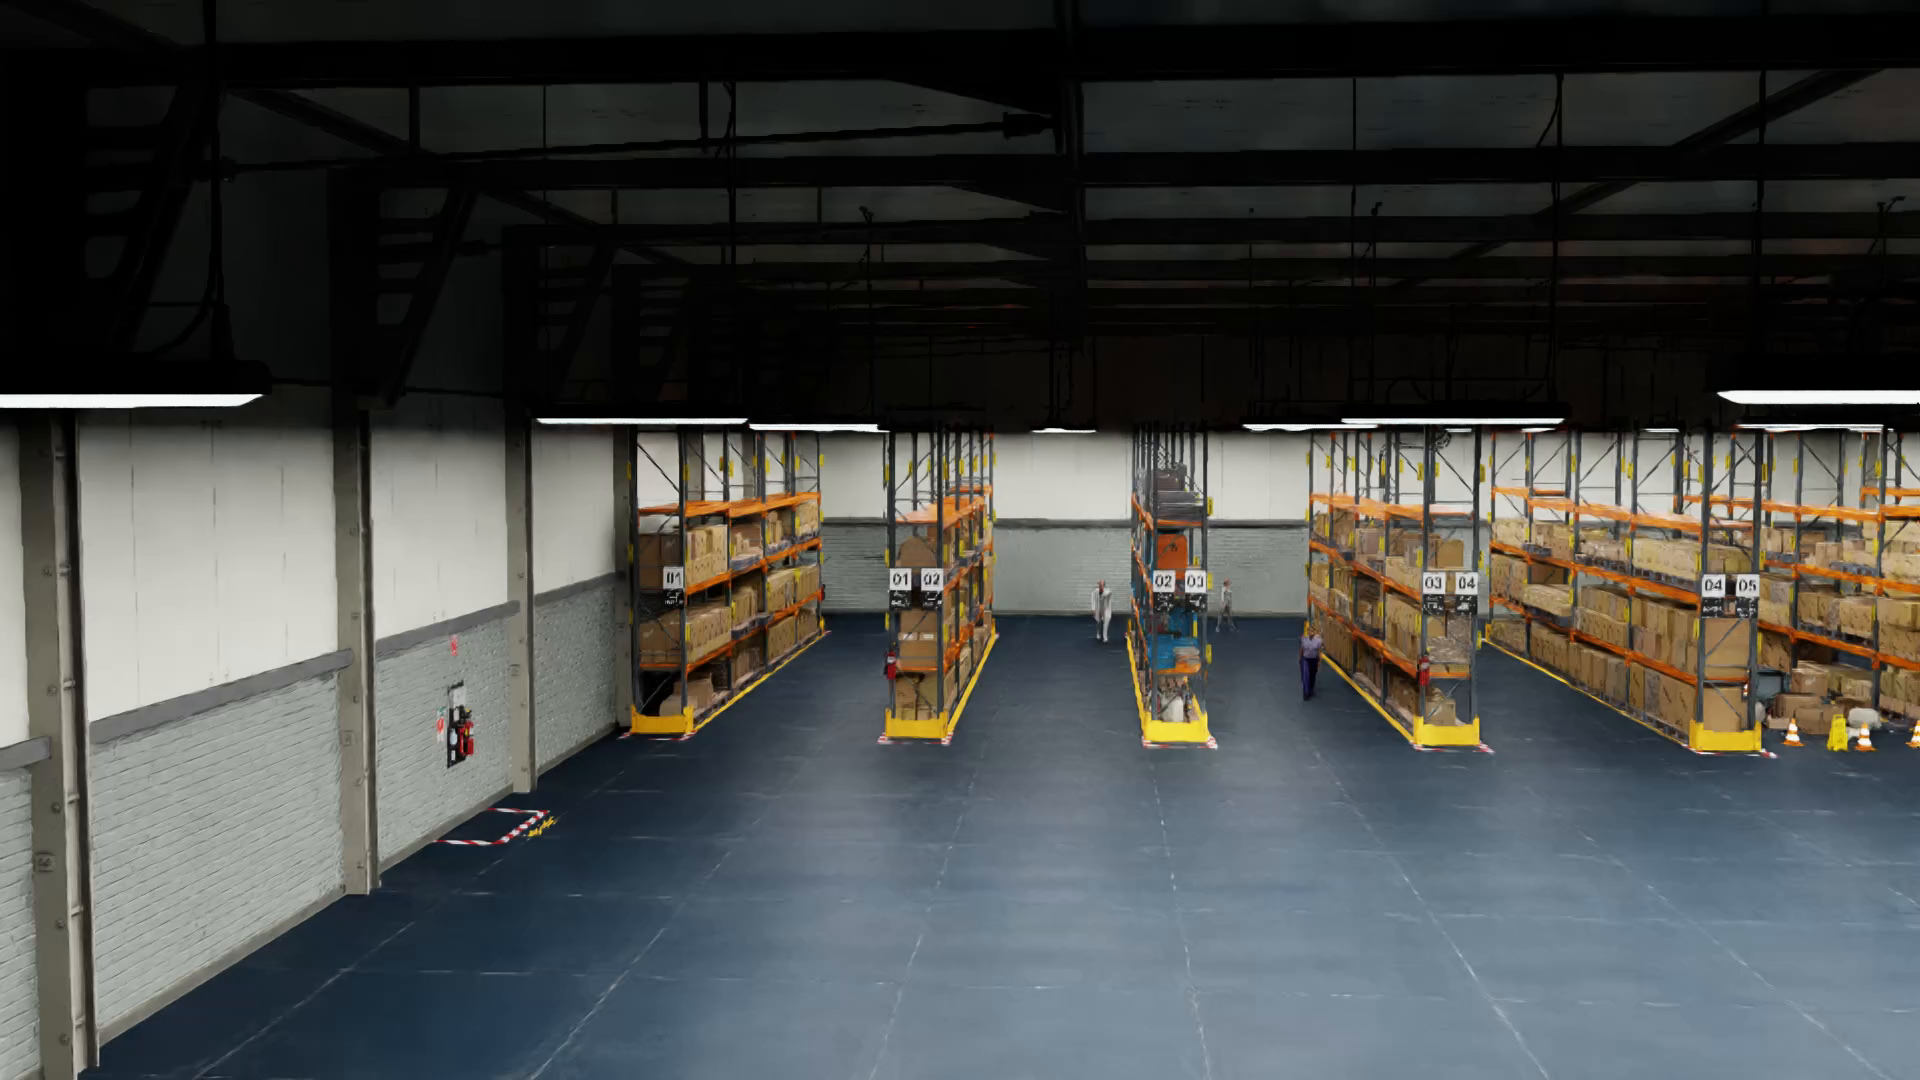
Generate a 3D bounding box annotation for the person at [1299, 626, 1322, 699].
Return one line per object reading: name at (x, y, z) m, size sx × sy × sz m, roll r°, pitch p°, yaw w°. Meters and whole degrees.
person at (7.642, 2.641, 36.202) m, size 0.478 × 1.554 × 1.093 m, roll 0°, pitch 4°, yaw 2°

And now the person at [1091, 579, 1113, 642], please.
person at (3.932, 1.937, 46.128) m, size 0.598 × 1.698 × 1.194 m, roll 0°, pitch 4°, yaw 7°

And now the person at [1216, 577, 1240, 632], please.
person at (7.736, 1.866, 48.244) m, size 0.529 × 1.588 × 0.639 m, roll 3°, pitch 5°, yaw 40°
